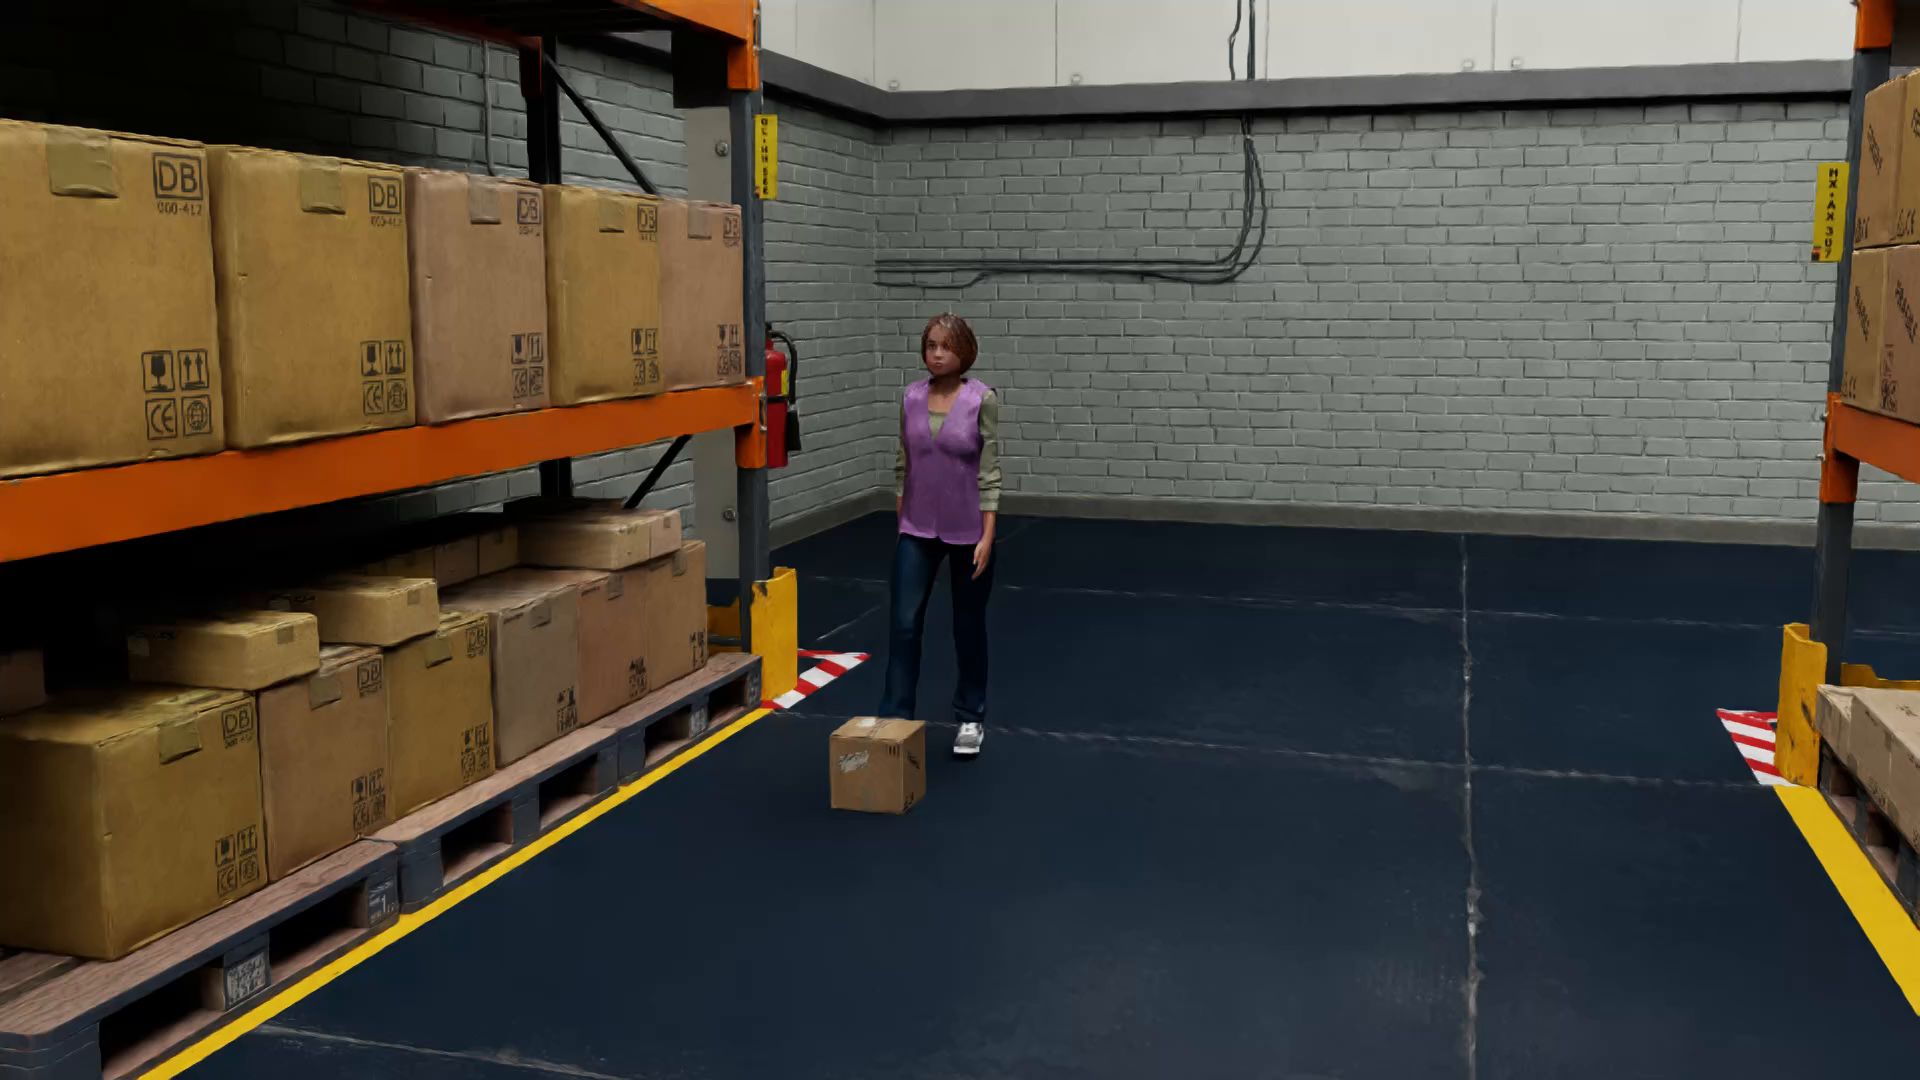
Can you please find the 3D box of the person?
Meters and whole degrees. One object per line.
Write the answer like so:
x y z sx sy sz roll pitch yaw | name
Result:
-0.073 0.005 5.806 0.429 1.587 0.635 2 9 12 | person
